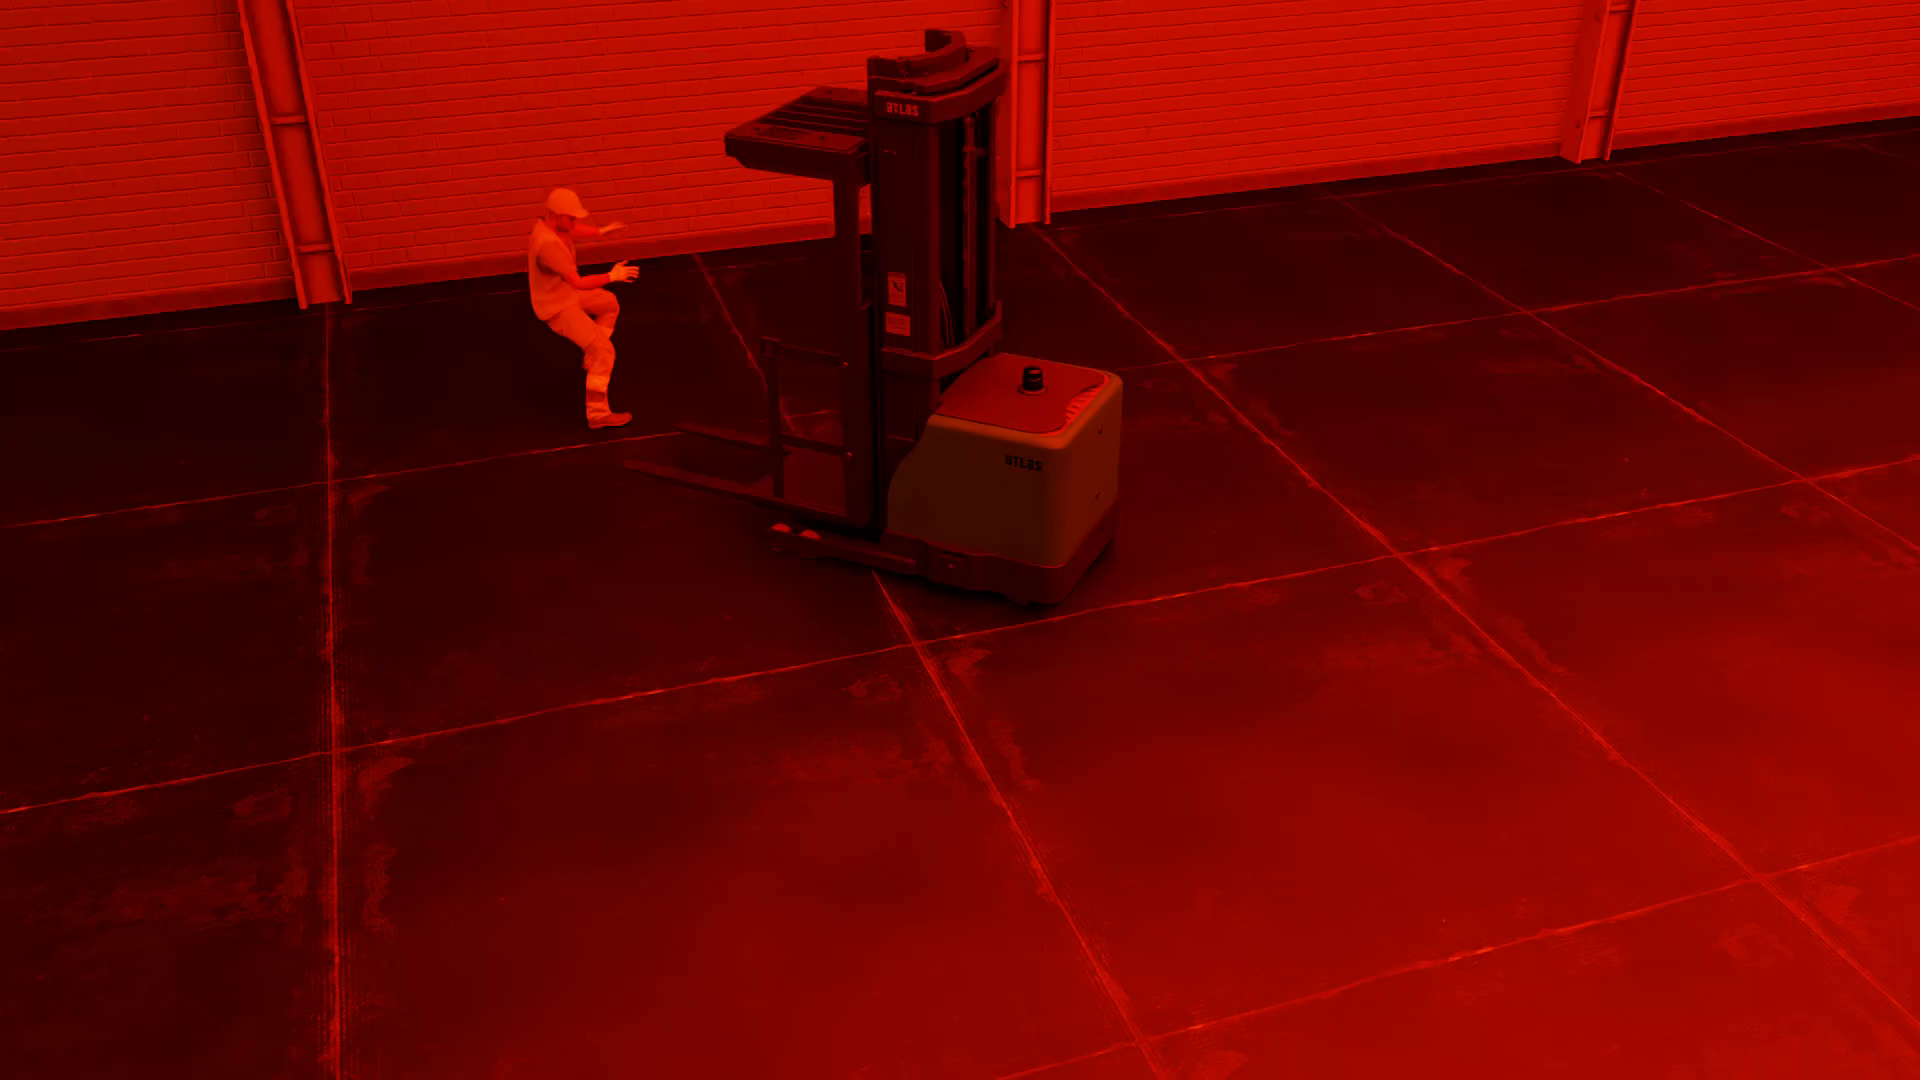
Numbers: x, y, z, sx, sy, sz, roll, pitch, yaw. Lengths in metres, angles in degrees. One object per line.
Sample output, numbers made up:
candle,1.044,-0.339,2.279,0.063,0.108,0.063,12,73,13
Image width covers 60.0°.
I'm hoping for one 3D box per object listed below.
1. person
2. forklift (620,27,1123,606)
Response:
person,-2.539,-1.675,11.388,0.762,1.551,1.046,-2,30,-4
forklift,-0.613,-1.384,9.493,3.031,2.935,1.130,13,32,21
